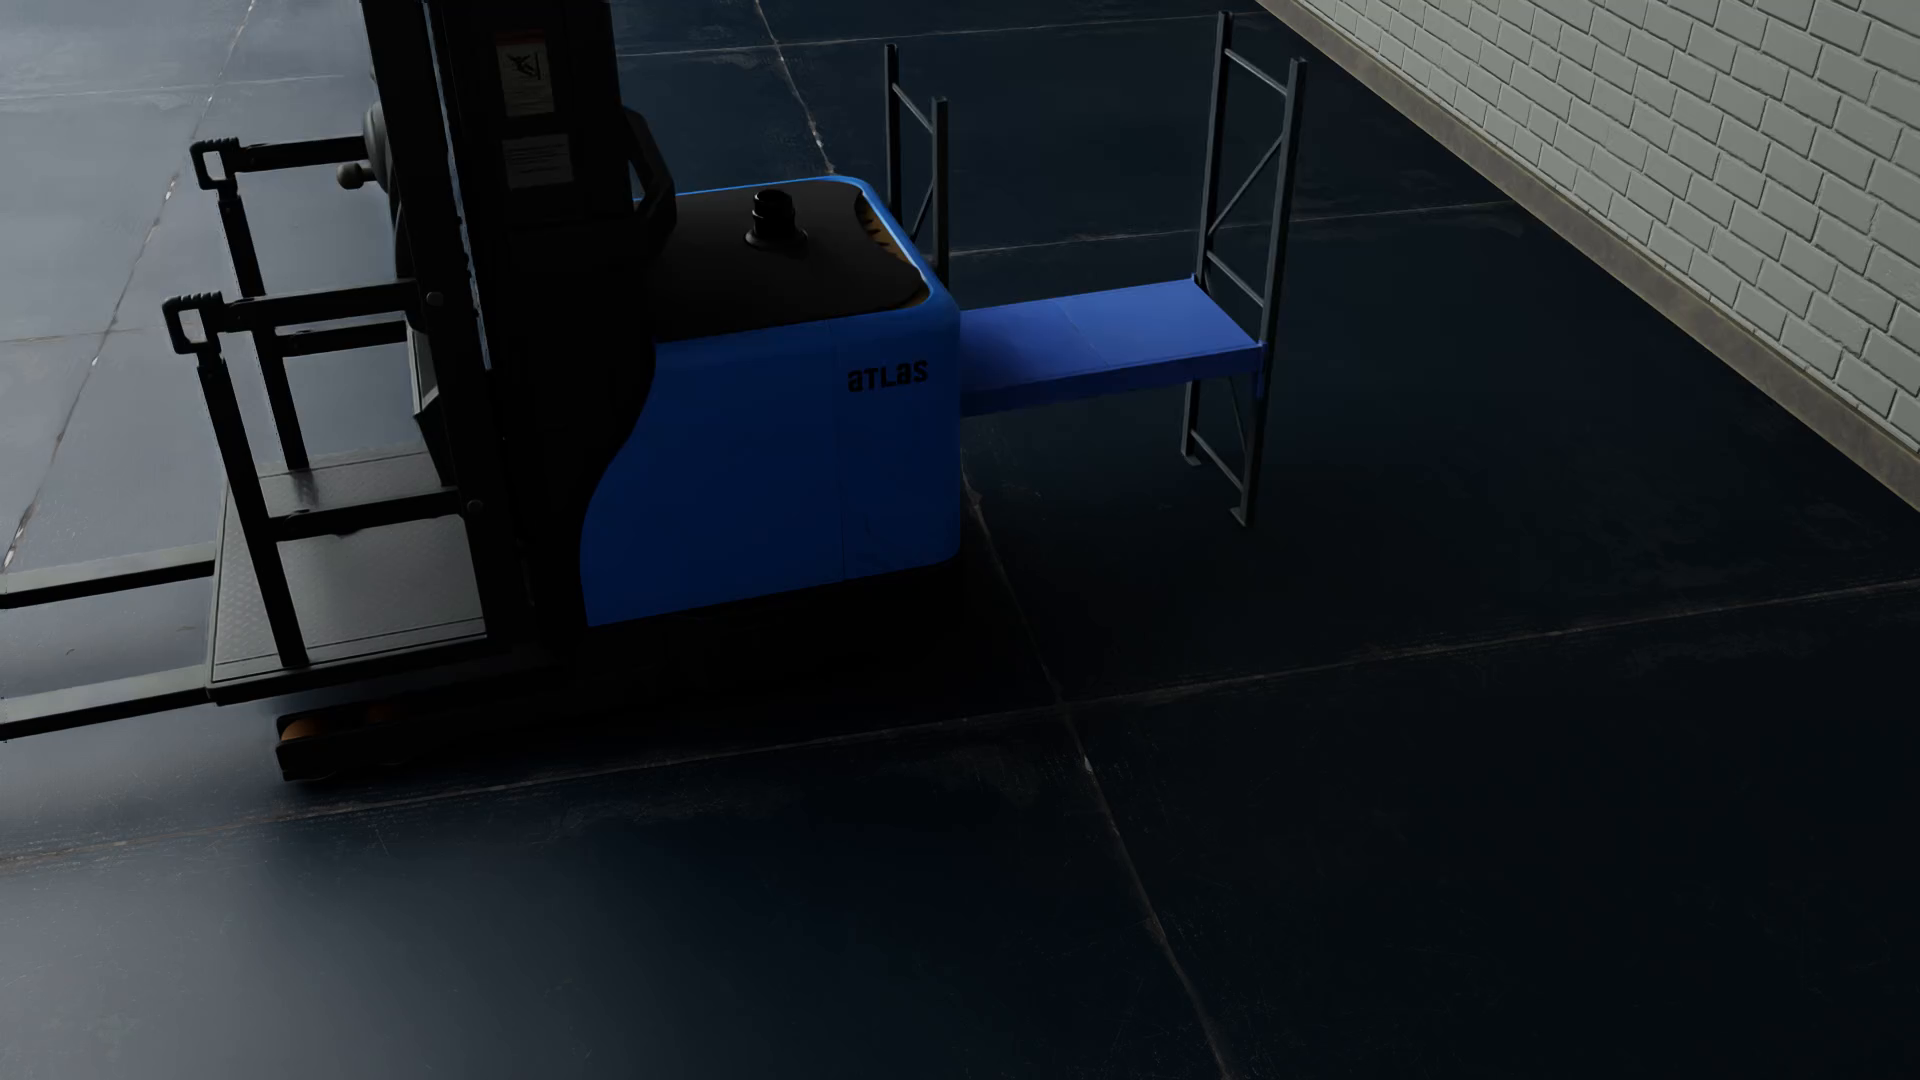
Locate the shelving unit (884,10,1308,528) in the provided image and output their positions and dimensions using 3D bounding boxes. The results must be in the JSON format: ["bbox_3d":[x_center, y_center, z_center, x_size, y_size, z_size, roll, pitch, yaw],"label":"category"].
[{"bbox_3d":[0.363,-0.708,4.960,1.048,1.500,0.538,-10,35,-15],"label":"shelving unit"}]

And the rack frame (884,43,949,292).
[{"bbox_3d":[-0.121,-0.622,4.831,0.032,1.500,0.500,-10,35,-15],"label":"rack frame"}]

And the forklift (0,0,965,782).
[{"bbox_3d":[-1.560,-0.922,3.994,3.031,2.935,1.130,-10,35,-15],"label":"forklift"}]

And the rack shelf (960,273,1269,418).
[{"bbox_3d":[0.363,-0.559,5.060,1.000,0.185,0.538,-10,35,-15],"label":"rack shelf"}]

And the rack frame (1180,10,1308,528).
[{"bbox_3d":[0.847,-0.795,5.089,0.032,1.500,0.500,-10,35,-15],"label":"rack frame"}]
